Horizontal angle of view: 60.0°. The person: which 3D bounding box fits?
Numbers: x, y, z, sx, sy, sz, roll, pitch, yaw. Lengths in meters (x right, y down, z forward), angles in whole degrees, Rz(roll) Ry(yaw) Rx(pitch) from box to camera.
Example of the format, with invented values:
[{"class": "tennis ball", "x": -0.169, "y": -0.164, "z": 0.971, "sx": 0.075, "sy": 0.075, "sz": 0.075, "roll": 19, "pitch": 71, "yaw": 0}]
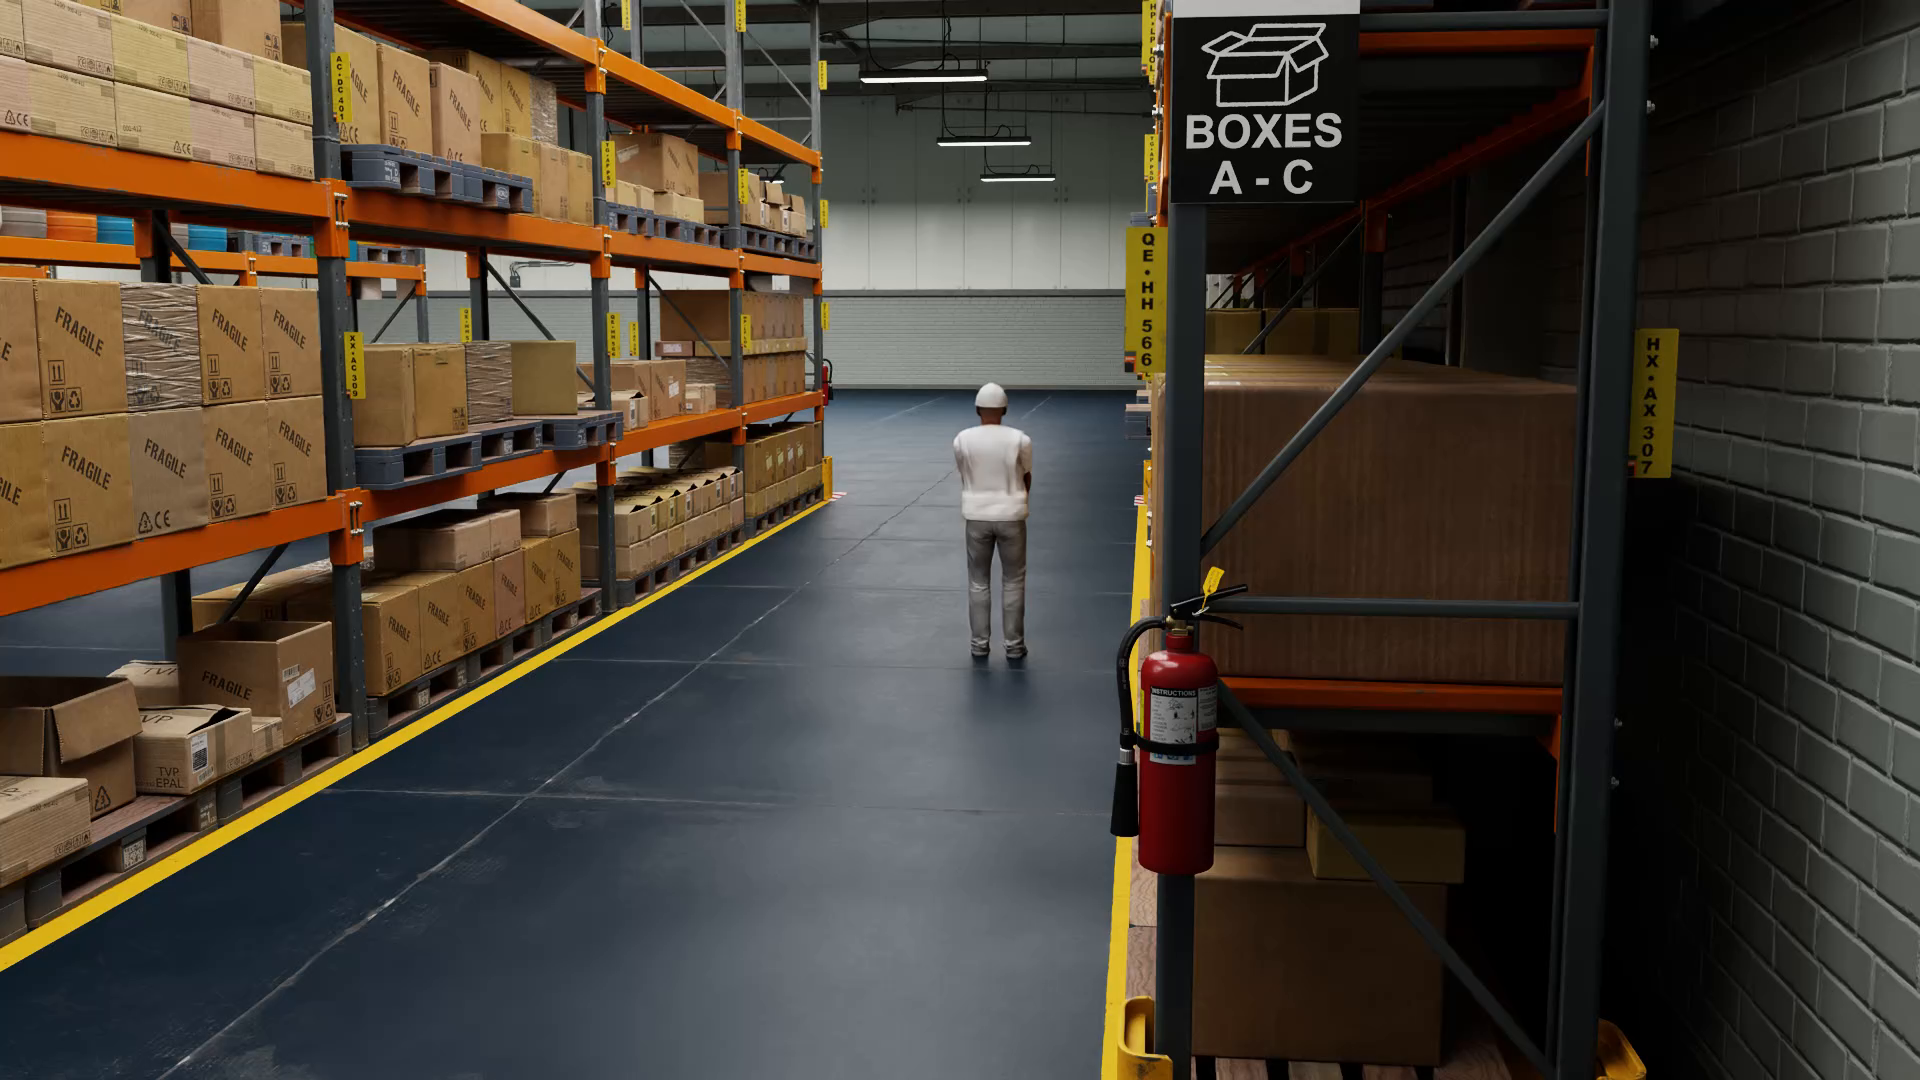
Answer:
[{"class": "person", "x": 0.226, "y": -0.137, "z": 10.749, "sx": 0.504, "sy": 1.762, "sz": 0.566, "roll": 1, "pitch": 8, "yaw": 8}]
